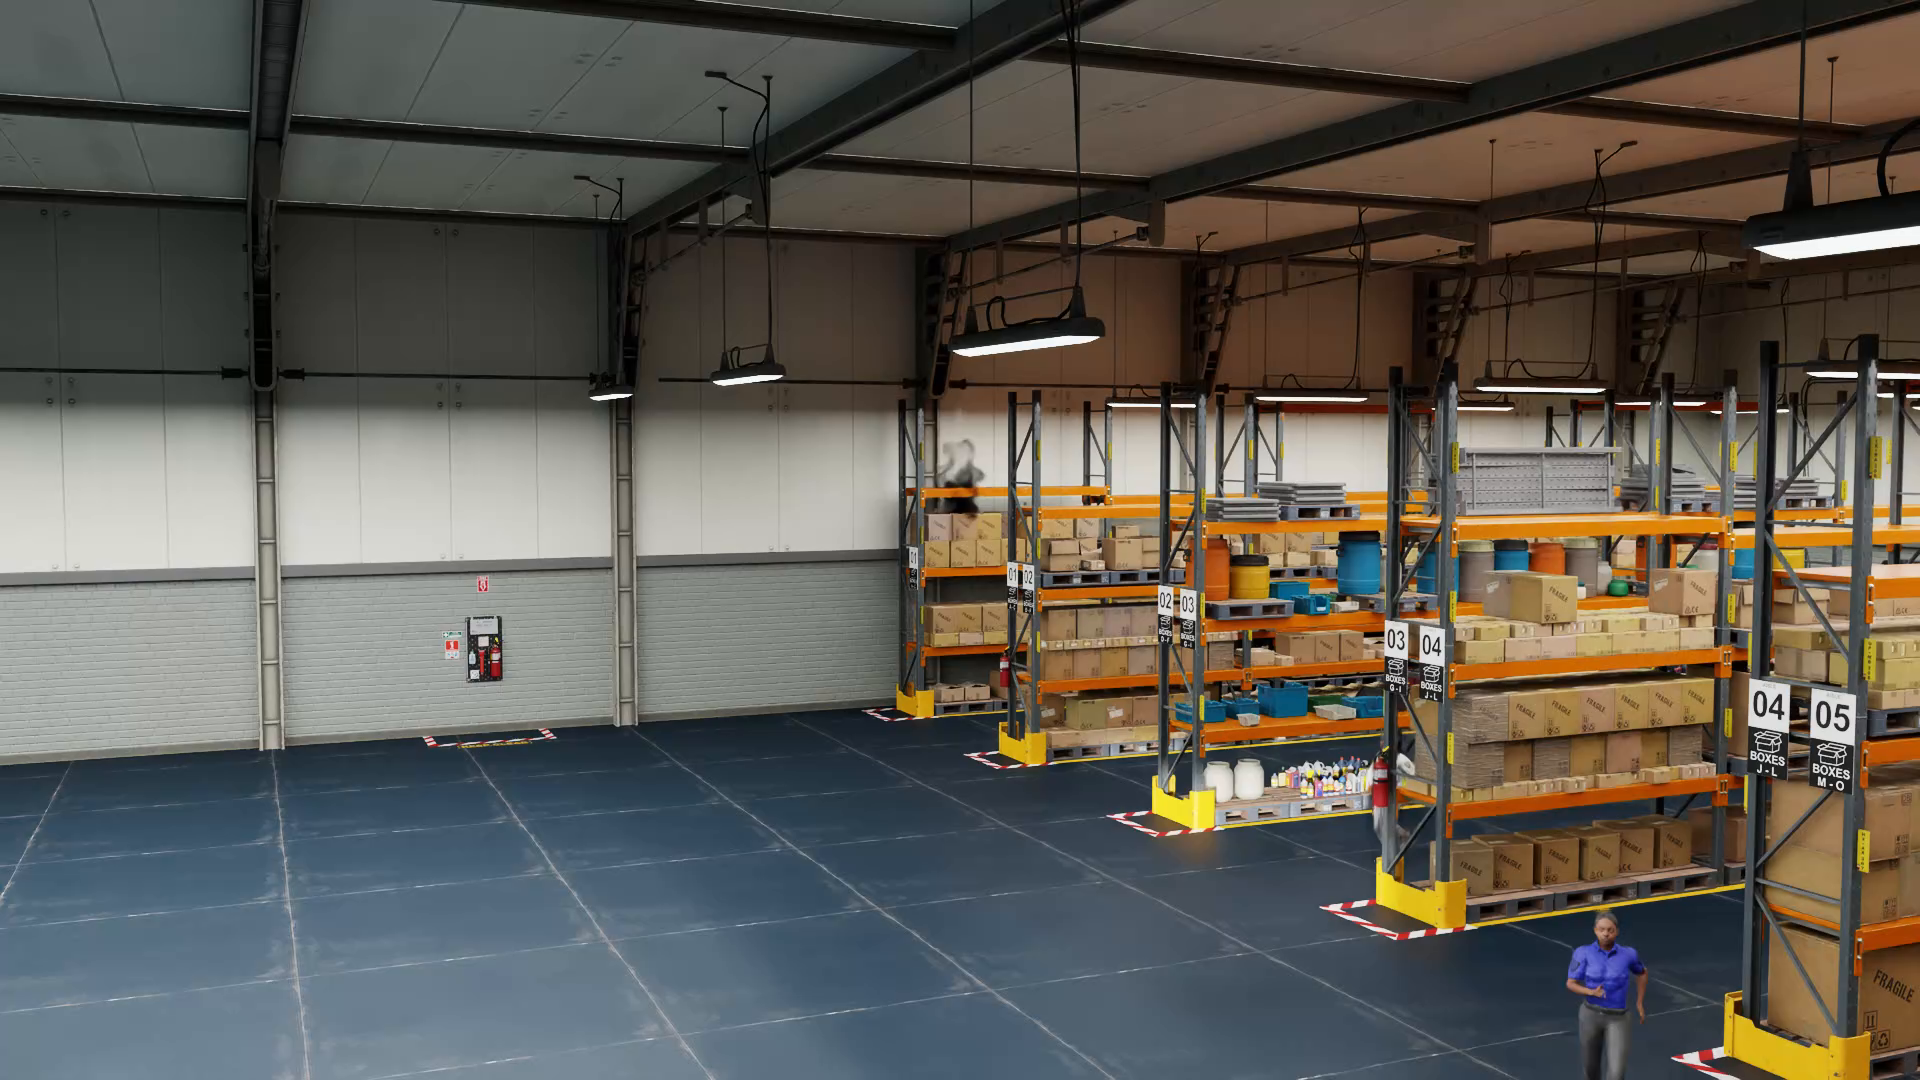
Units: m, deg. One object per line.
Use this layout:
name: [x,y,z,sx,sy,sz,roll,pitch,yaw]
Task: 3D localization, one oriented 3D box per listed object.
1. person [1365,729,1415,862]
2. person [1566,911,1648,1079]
person: [5.245,3.142,20.395,0.561,1.664,0.658,-3,4,-38]
person: [4.796,3.601,12.349,0.556,1.698,0.837,1,4,23]
